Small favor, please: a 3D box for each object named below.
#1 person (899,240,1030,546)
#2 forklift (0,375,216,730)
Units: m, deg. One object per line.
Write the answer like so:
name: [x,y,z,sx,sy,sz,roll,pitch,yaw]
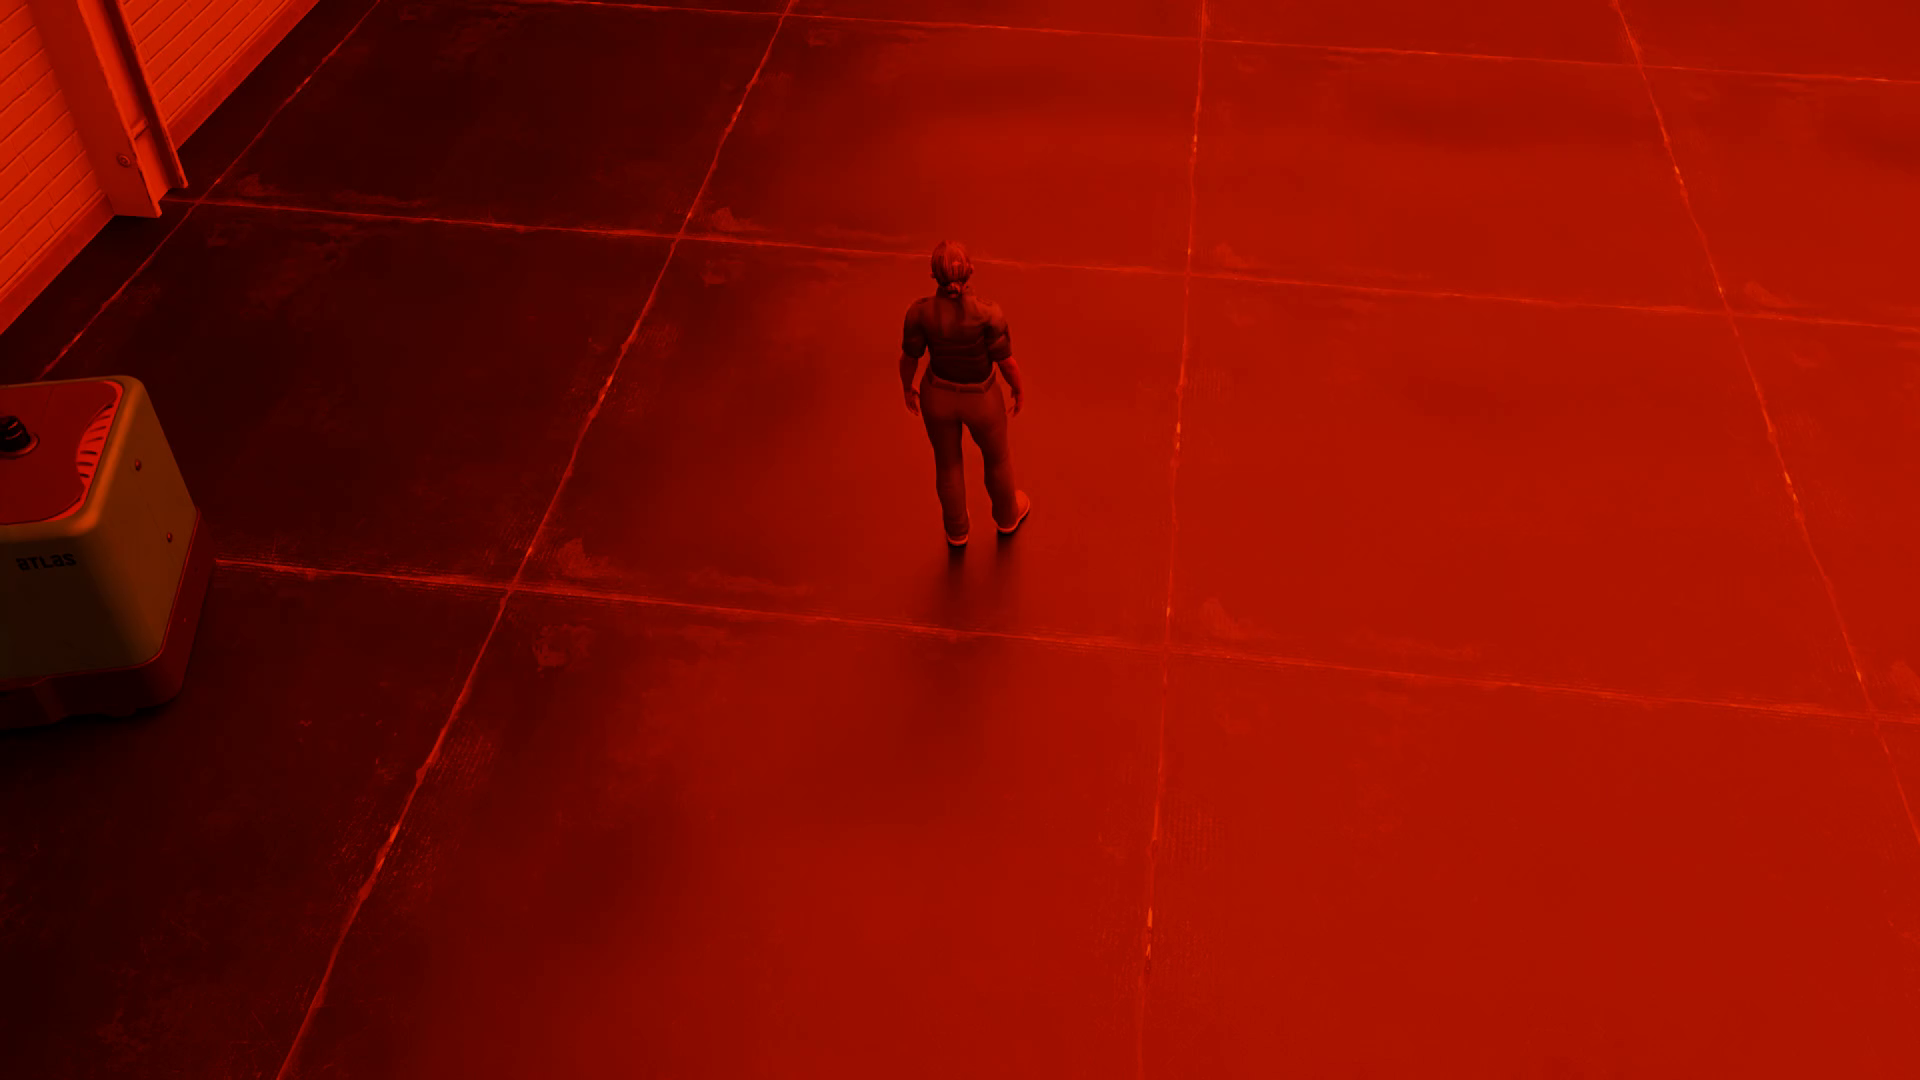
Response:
person: [0.032,-0.672,7.388,0.569,1.656,0.503,5,43,6]
forklift: [-4.885,-0.526,6.296,3.031,2.935,1.130,-6,43,-7]
